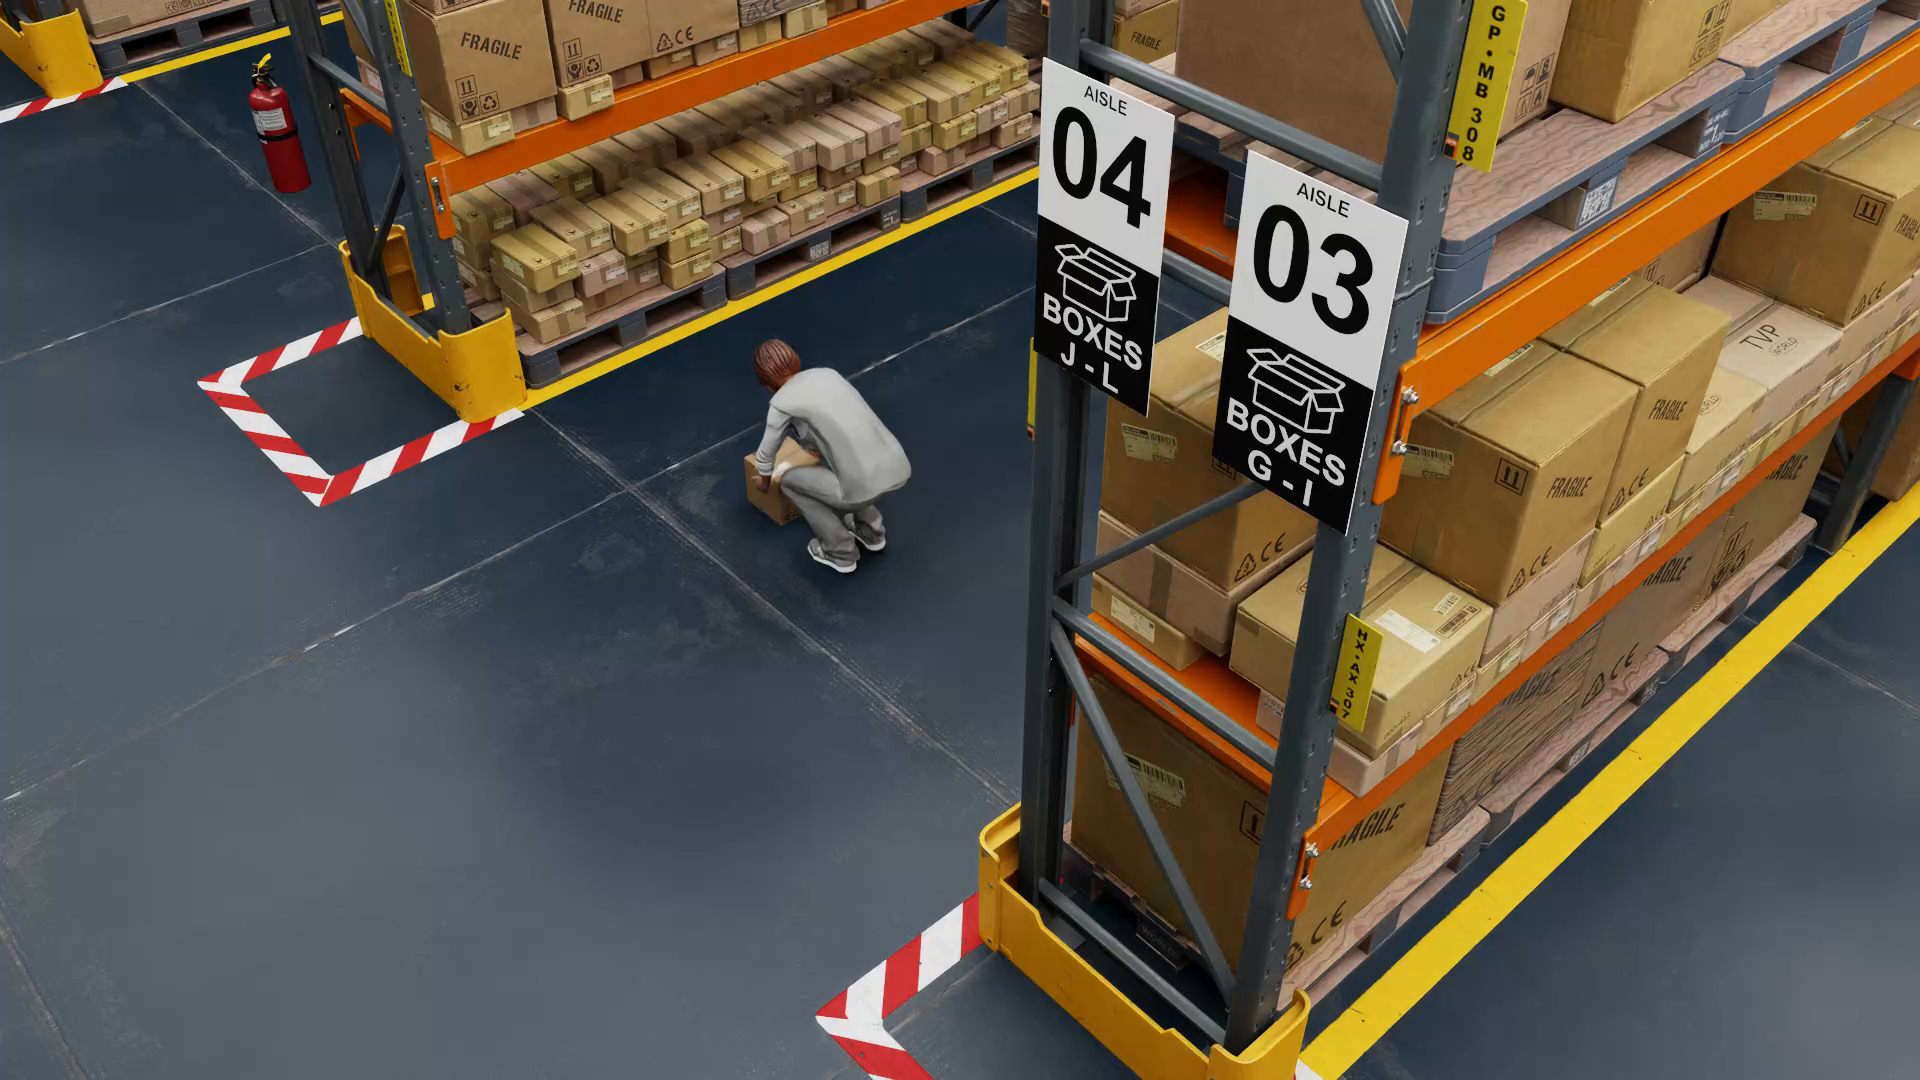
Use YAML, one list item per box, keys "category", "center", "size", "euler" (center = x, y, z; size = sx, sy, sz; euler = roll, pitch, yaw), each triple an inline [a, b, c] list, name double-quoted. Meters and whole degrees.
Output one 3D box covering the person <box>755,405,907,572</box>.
- category: "person"
  center: [-0.521, -0.275, 7.078]
  size: [0.446, 0.835, 0.648]
  euler: [-31, 49, -31]
